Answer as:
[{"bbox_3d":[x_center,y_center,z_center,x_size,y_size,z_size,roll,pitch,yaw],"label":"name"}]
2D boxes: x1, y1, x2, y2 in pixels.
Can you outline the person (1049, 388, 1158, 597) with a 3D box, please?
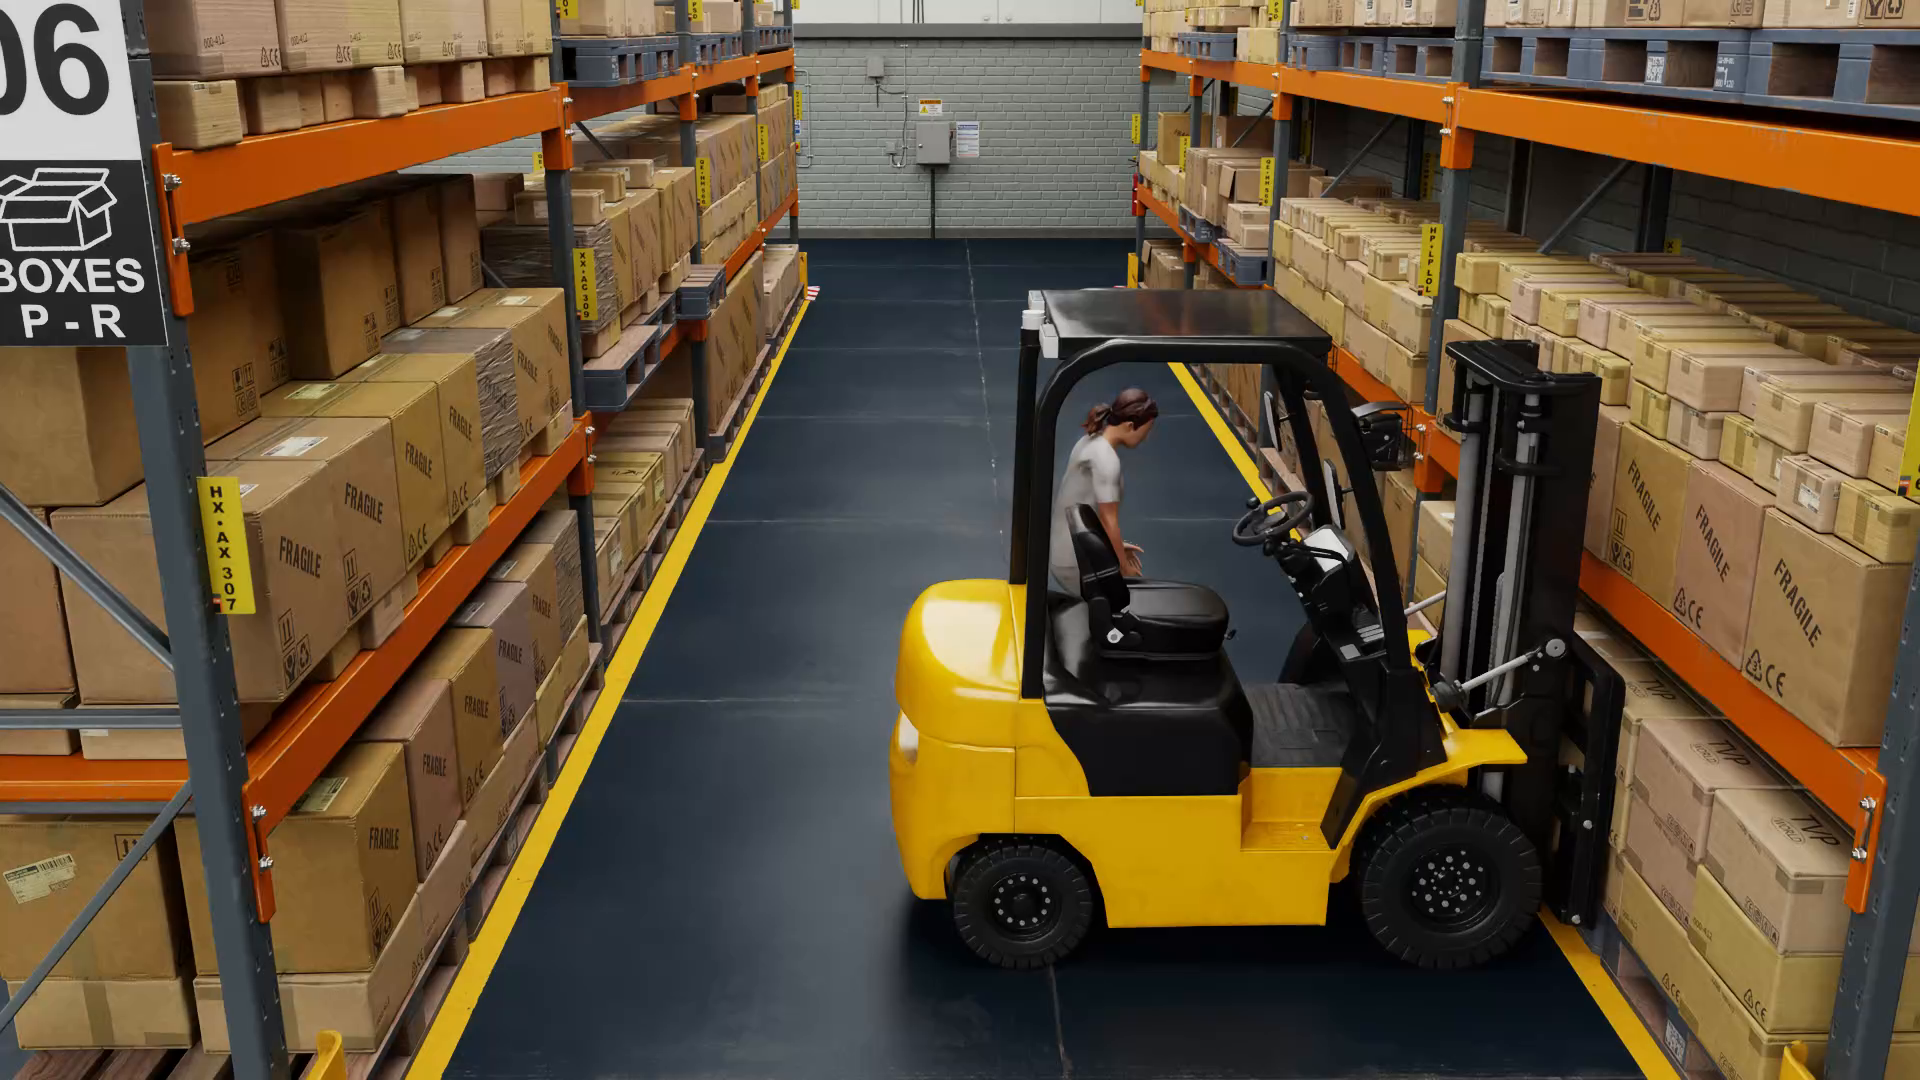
[{"bbox_3d":[0.628,0.175,7.537,0.489,1.356,0.478,0,17,0],"label":"person"}]
